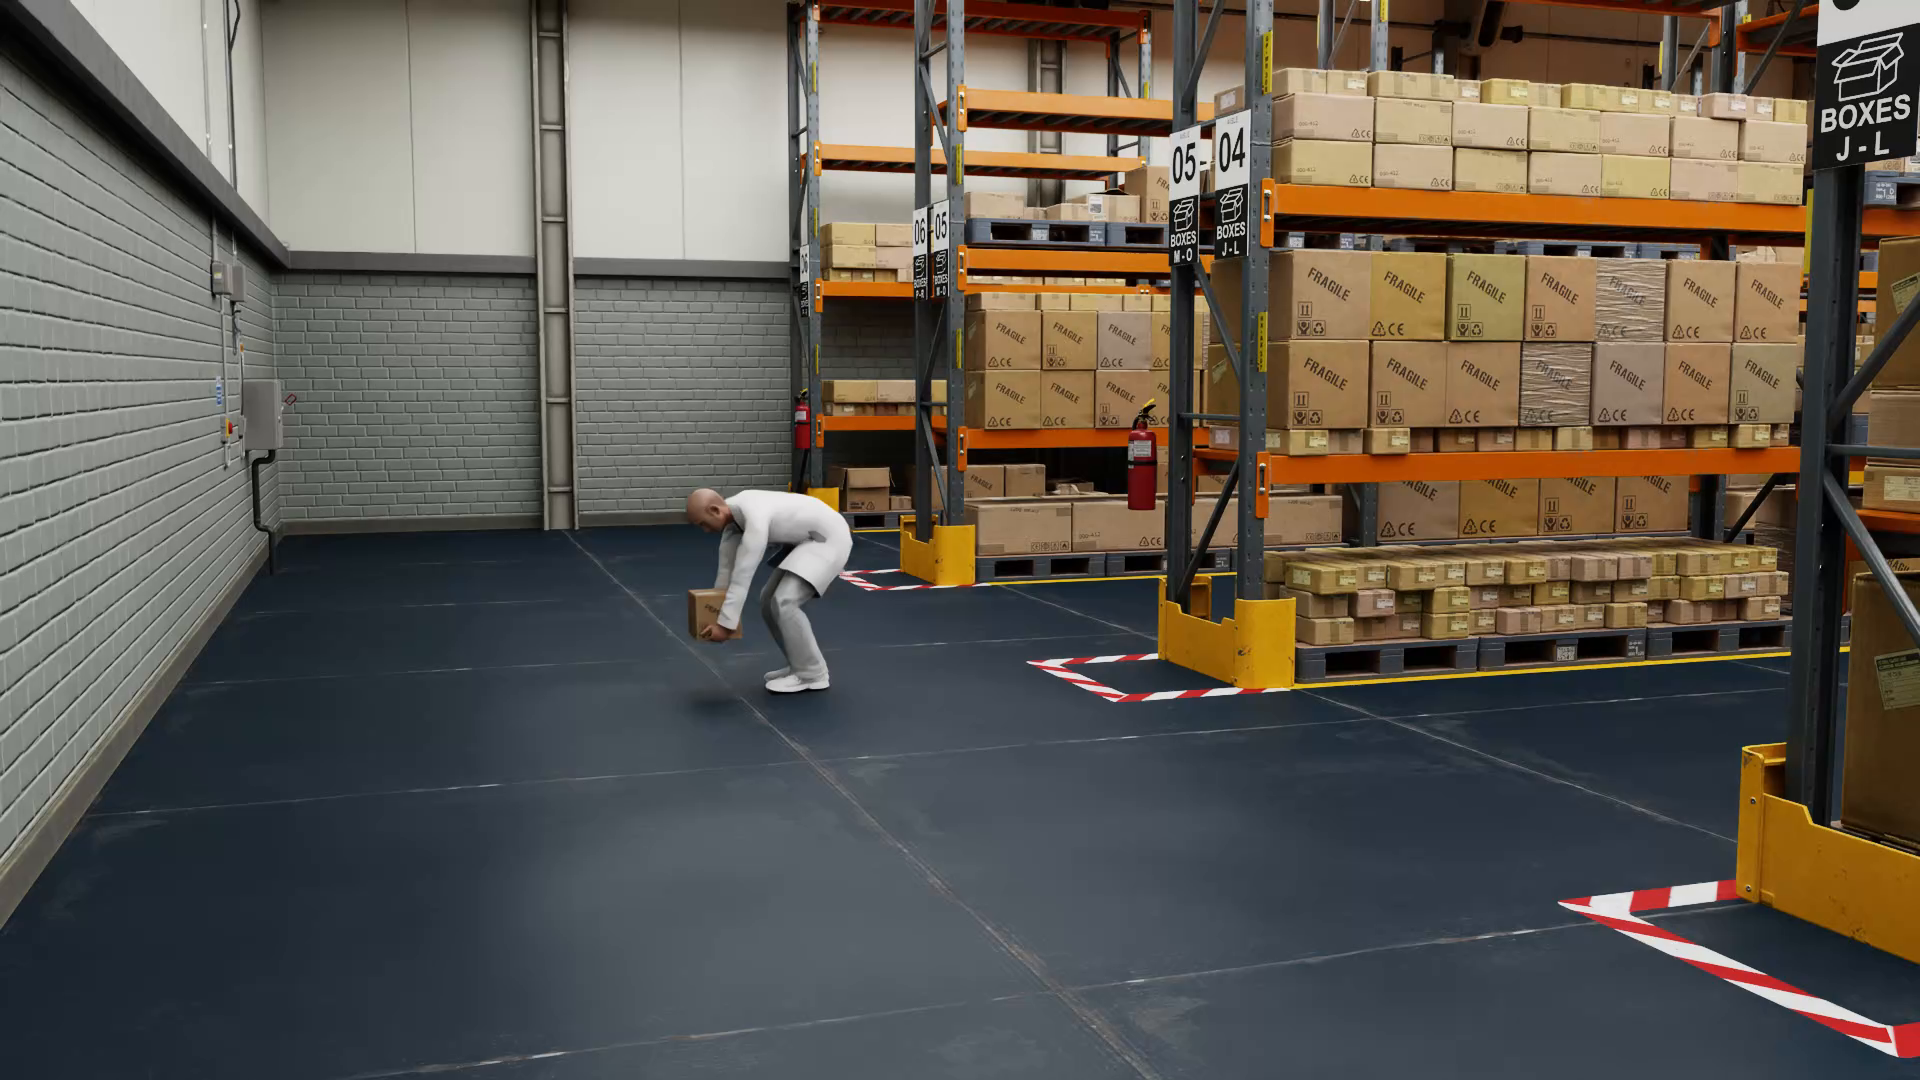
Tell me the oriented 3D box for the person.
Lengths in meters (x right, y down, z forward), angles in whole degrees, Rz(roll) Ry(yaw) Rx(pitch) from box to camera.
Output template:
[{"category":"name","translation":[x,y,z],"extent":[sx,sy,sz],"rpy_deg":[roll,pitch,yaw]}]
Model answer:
[{"category":"person","translation":[-1.064,0.132,9.260],"extent":[0.858,1.421,0.552],"rpy_deg":[-2,6,-20]}]
